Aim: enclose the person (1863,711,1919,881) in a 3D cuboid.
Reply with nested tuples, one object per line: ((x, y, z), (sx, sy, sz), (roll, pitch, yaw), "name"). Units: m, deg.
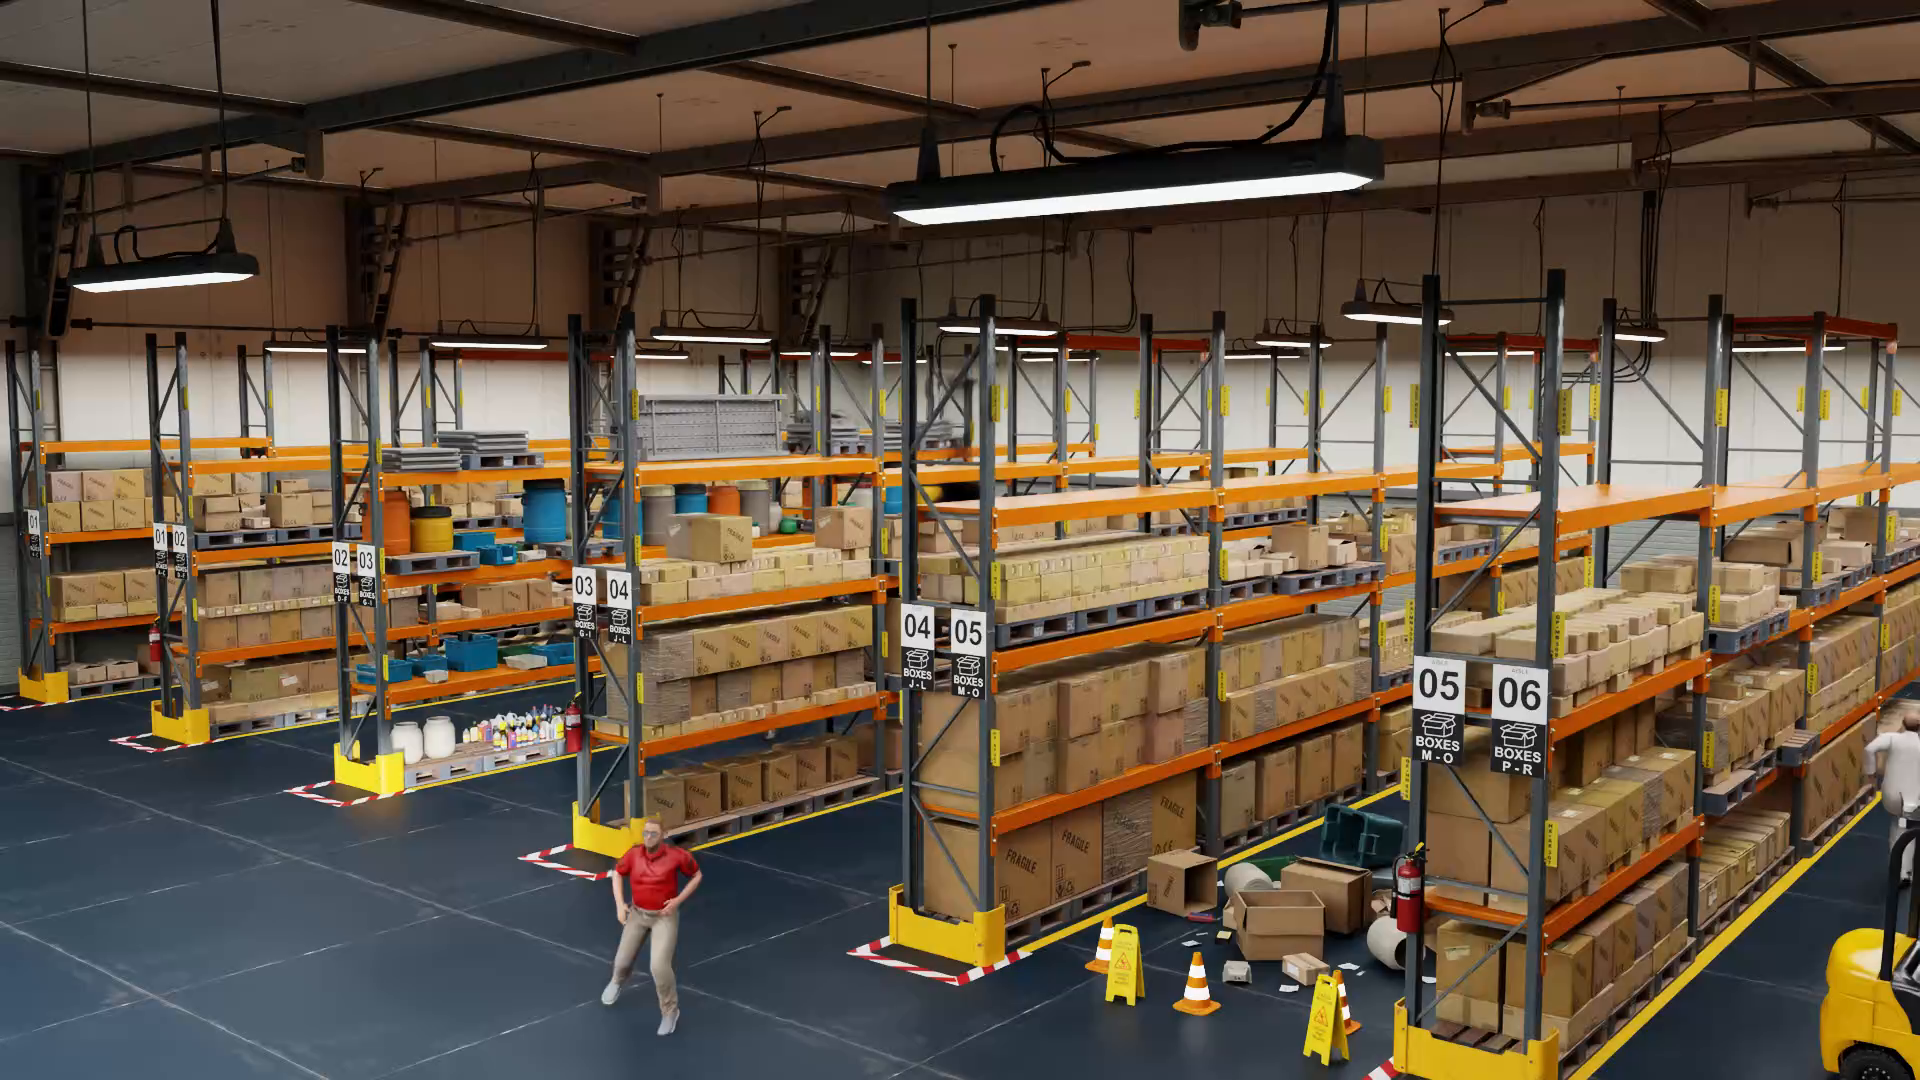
((9.972, 2.701, 17.585), (0.724, 1.798, 0.950), (5, 7, 42), "person")

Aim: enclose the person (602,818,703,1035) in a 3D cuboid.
((-2.574, 3.123, 13.662), (0.872, 1.735, 0.735), (0, 5, 4), "person")

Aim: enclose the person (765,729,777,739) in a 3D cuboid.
((-2.861, 2.098, 24.466), (0.670, 1.732, 0.633), (1, 5, 14), "person")

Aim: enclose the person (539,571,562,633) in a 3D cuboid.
((-7.910, 1.414, 32.217), (0.665, 1.741, 0.578), (5, 7, 44), "person")
